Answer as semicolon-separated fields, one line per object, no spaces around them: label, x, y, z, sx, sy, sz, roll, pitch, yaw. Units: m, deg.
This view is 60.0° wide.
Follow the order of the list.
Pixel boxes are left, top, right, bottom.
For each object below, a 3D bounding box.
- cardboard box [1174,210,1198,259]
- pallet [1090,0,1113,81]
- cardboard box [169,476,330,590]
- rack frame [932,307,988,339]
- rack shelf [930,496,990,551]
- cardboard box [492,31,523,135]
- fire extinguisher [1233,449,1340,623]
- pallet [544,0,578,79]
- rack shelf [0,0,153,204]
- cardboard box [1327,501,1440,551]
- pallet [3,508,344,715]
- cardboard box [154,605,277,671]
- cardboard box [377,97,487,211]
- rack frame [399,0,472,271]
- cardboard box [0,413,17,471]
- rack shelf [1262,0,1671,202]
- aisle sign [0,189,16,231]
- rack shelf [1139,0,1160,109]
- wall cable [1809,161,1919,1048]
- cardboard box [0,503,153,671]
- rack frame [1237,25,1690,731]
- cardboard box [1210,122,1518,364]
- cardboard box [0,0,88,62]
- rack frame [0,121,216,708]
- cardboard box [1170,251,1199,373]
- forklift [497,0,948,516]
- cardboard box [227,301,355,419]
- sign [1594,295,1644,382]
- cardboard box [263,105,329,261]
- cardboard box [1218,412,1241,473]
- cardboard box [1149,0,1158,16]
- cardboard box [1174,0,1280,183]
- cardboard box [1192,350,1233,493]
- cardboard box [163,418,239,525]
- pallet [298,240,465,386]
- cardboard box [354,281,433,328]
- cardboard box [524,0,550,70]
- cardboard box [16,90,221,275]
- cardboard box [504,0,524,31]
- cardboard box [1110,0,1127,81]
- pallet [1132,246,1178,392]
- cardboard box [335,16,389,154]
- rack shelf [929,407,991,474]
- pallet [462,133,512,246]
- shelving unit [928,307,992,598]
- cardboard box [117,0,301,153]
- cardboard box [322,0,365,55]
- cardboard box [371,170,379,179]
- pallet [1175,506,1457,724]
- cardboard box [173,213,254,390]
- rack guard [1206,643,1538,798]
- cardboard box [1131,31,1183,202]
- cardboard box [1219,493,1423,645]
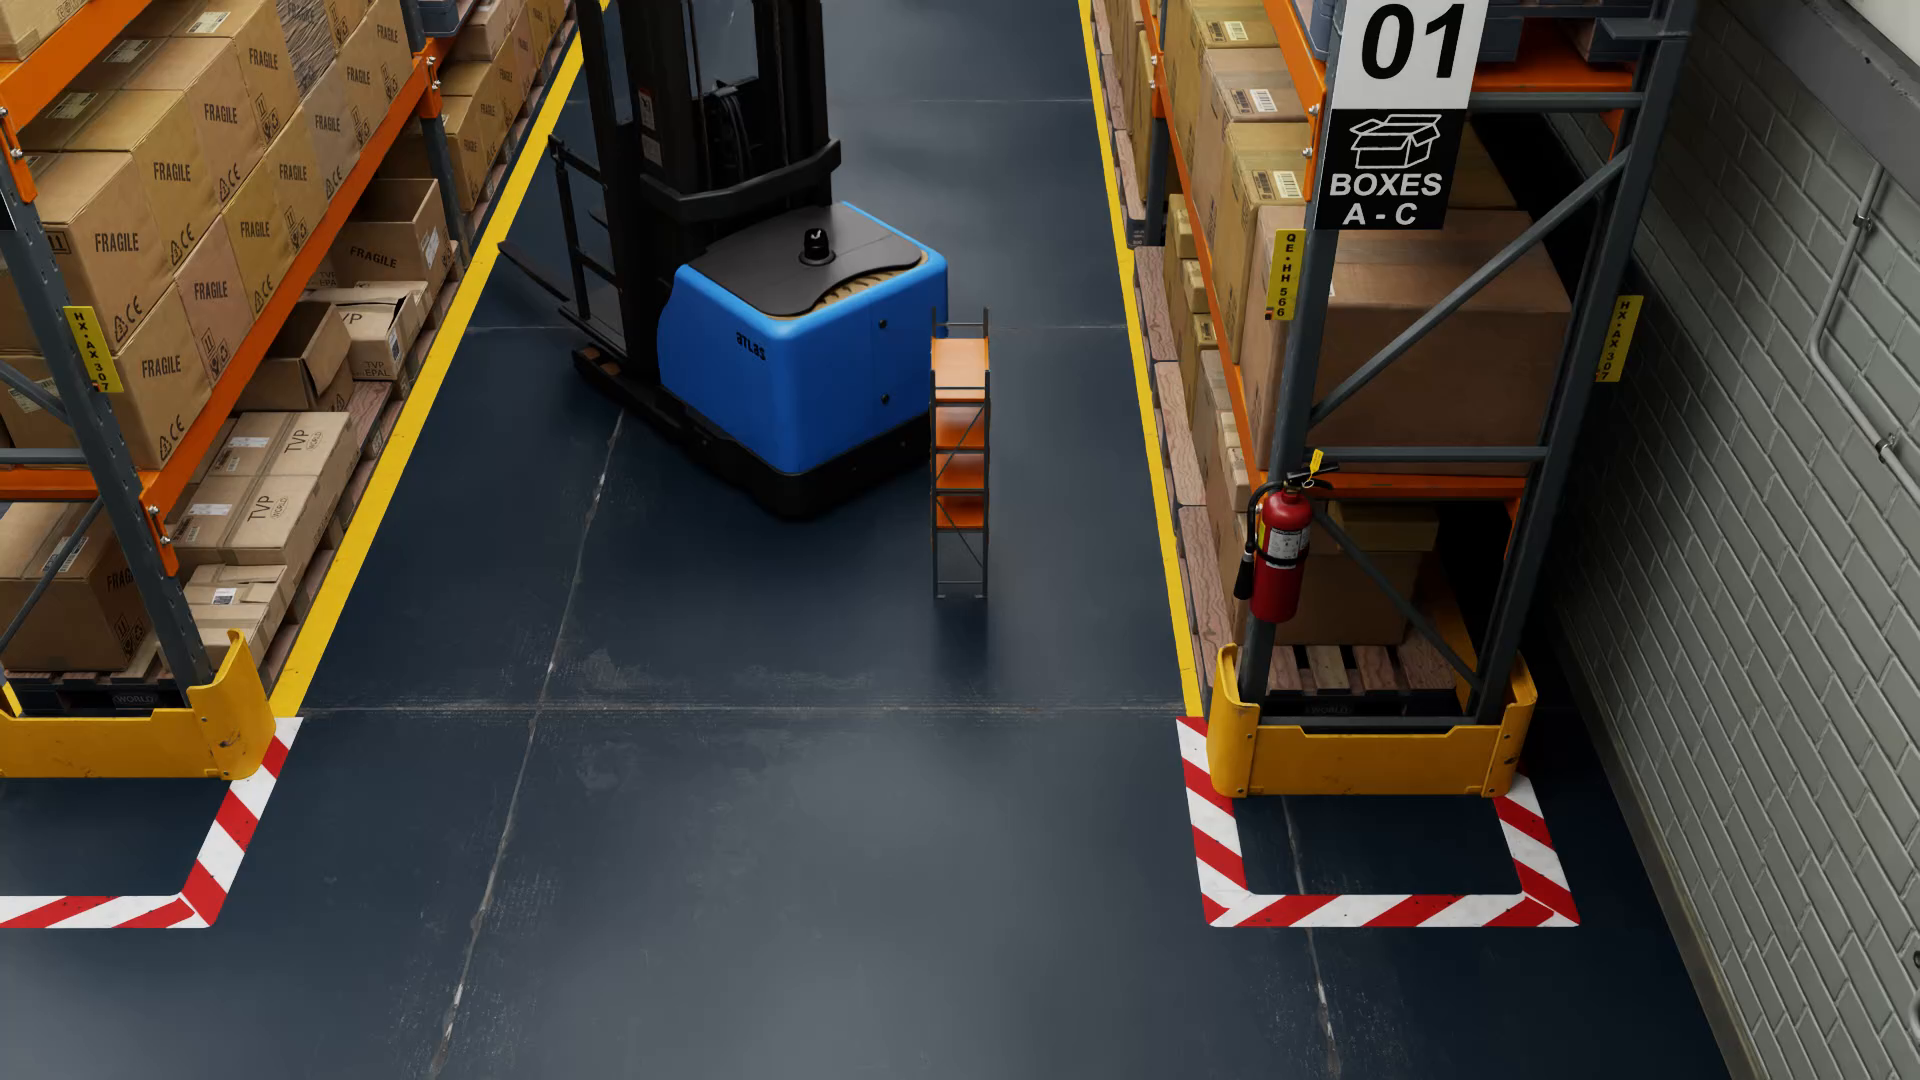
cardboard box;1.290;-1.548;8.428;0.380;0.149;0.250;1;39;1
pallet;1.495;-3.709;12.210;1.003;0.211;1.213;0;39;0
cardboard box;-3.093;-0.033;7.240;0.500;0.250;0.500;0;39;0
rack frame;0.000;-0.517;7.436;0.240;1.200;0.015;0;39;0
rack shelf;0.000;-0.157;7.412;0.258;0.148;0.480;0;39;0
cardboard box;-3.142;-2.928;10.652;0.500;0.500;0.500;0;39;0
fire extinguisher;1.117;-0.017;5.733;0.296;0.674;0.183;0;39;0
pallet;-3.421;-3.729;12.235;1.003;0.211;1.213;0;39;0
rack shelf;-3.378;-2.422;6.550;1.077;0.370;4.000;0;39;0
cardboard box;1.678;-0.089;6.606;0.380;0.149;0.250;0;39;0
pallet;-3.377;0.261;7.256;1.003;0.211;1.213;0;39;0
cardboard box;-3.032;0.397;6.784;0.380;0.149;0.250;0;39;0
cardboard box;-3.137;-2.282;9.846;0.500;0.500;0.500;-2;39;-2
rack frame;-3.380;-2.783;8.824;1.000;3.000;0.127;0;39;0
cardboard box;-3.648;-0.601;6.021;0.500;0.500;0.500;1;39;1
rack shelf;1.576;-2.428;6.558;1.077;0.370;4.000;0;39;0
aisle sign;-3.082;-1.254;4.837;0.394;0.787;0.004;0;39;0
rack shelf;1.571;-3.759;10.617;1.077;0.370;4.000;0;39;0
wall cable;2.526;0.116;4.394;0.084;1.984;1.851;0;39;0
cardboard box;-3.622;0.182;6.771;0.500;0.500;0.500;0;39;0
rack frame;1.578;-0.288;5.710;1.000;3.000;0.127;0;39;0
cardboard box;1.556;-1.178;6.582;0.980;0.700;0.700;0;39;0
cardboard box;-3.122;-1.715;5.213;0.500;0.250;0.500;0;39;0
rack frame;-3.375;-0.282;5.703;1.000;3.000;0.127;0;39;0
cardboard box;1.469;-1.195;8.506;0.700;0.500;0.500;0;39;-1
forklift;-1.395;-2.095;8.021;1.130;2.935;3.031;-29;47;-31
cardboard box;-3.373;-0.806;8.001;0.797;0.503;0.637;0;39;0
sign;2.133;-0.653;5.410;0.100;0.325;0.005;0;39;0
cardboard box;-3.115;-1.547;7.202;0.500;0.500;0.500;0;39;1
cardboard box;1.294;-0.407;7.003;0.380;0.149;0.250;1;39;1
cardboard box;1.266;-3.068;9.364;0.380;0.149;0.250;1;39;1
cardboard box;1.553;-2.110;7.745;0.980;0.700;0.700;-1;39;-1
cardboard box;1.476;-0.541;7.690;0.700;0.500;0.500;-1;39;-2
cardboard box;-3.593;-0.314;7.590;0.500;0.250;0.500;0;39;0
pallet;-3.380;-1.265;9.160;1.003;0.211;1.213;0;39;0
cardboard box;-3.035;-1.252;8.841;0.380;0.149;0.250;0;39;0
cardboard box;-3.148;-3.572;11.456;0.500;0.500;0.500;-1;39;-2
cardboard box;-3.120;-1.315;6.113;0.500;0.500;0.500;0;39;0
cardboard box;-3.139;-3.514;10.783;0.500;0.250;0.500;-1;39;-1
cardboard box;1.433;-3.608;11.236;0.750;0.750;0.750;0;39;0
pallet;1.496;-1.225;9.110;1.003;0.211;1.213;0;39;0
cardboard box;-3.121;-2.187;8.001;0.500;0.500;0.500;1;39;1
rack shelf;0.000;-0.487;7.148;0.258;0.148;0.480;0;39;0
pallet;-3.419;-2.203;10.331;1.003;0.211;1.213;0;39;0
shelving unit;0.000;-0.365;7.246;0.258;1.200;0.503;0;39;0
cardboard box;-3.117;-1.946;6.900;0.500;0.500;0.500;0;39;0
cardboard box;-3.117;-2.576;7.686;0.500;0.500;0.500;-1;39;-1
cardboard box;-3.667;-2.288;9.853;0.500;0.500;0.500;0;39;0
pallet;1.499;0.301;7.206;1.003;0.211;1.213;0;39;0
cardboard box;-3.118;-0.921;6.421;0.500;0.500;0.500;0;39;0
rack guard;1.578;0.703;6.473;1.175;0.500;0.348;0;39;0
cardboard box;1.443;-2.520;9.880;0.750;0.750;0.750;0;39;0
cardboard box;1.478;0.086;6.907;0.700;0.500;0.500;0;39;0
